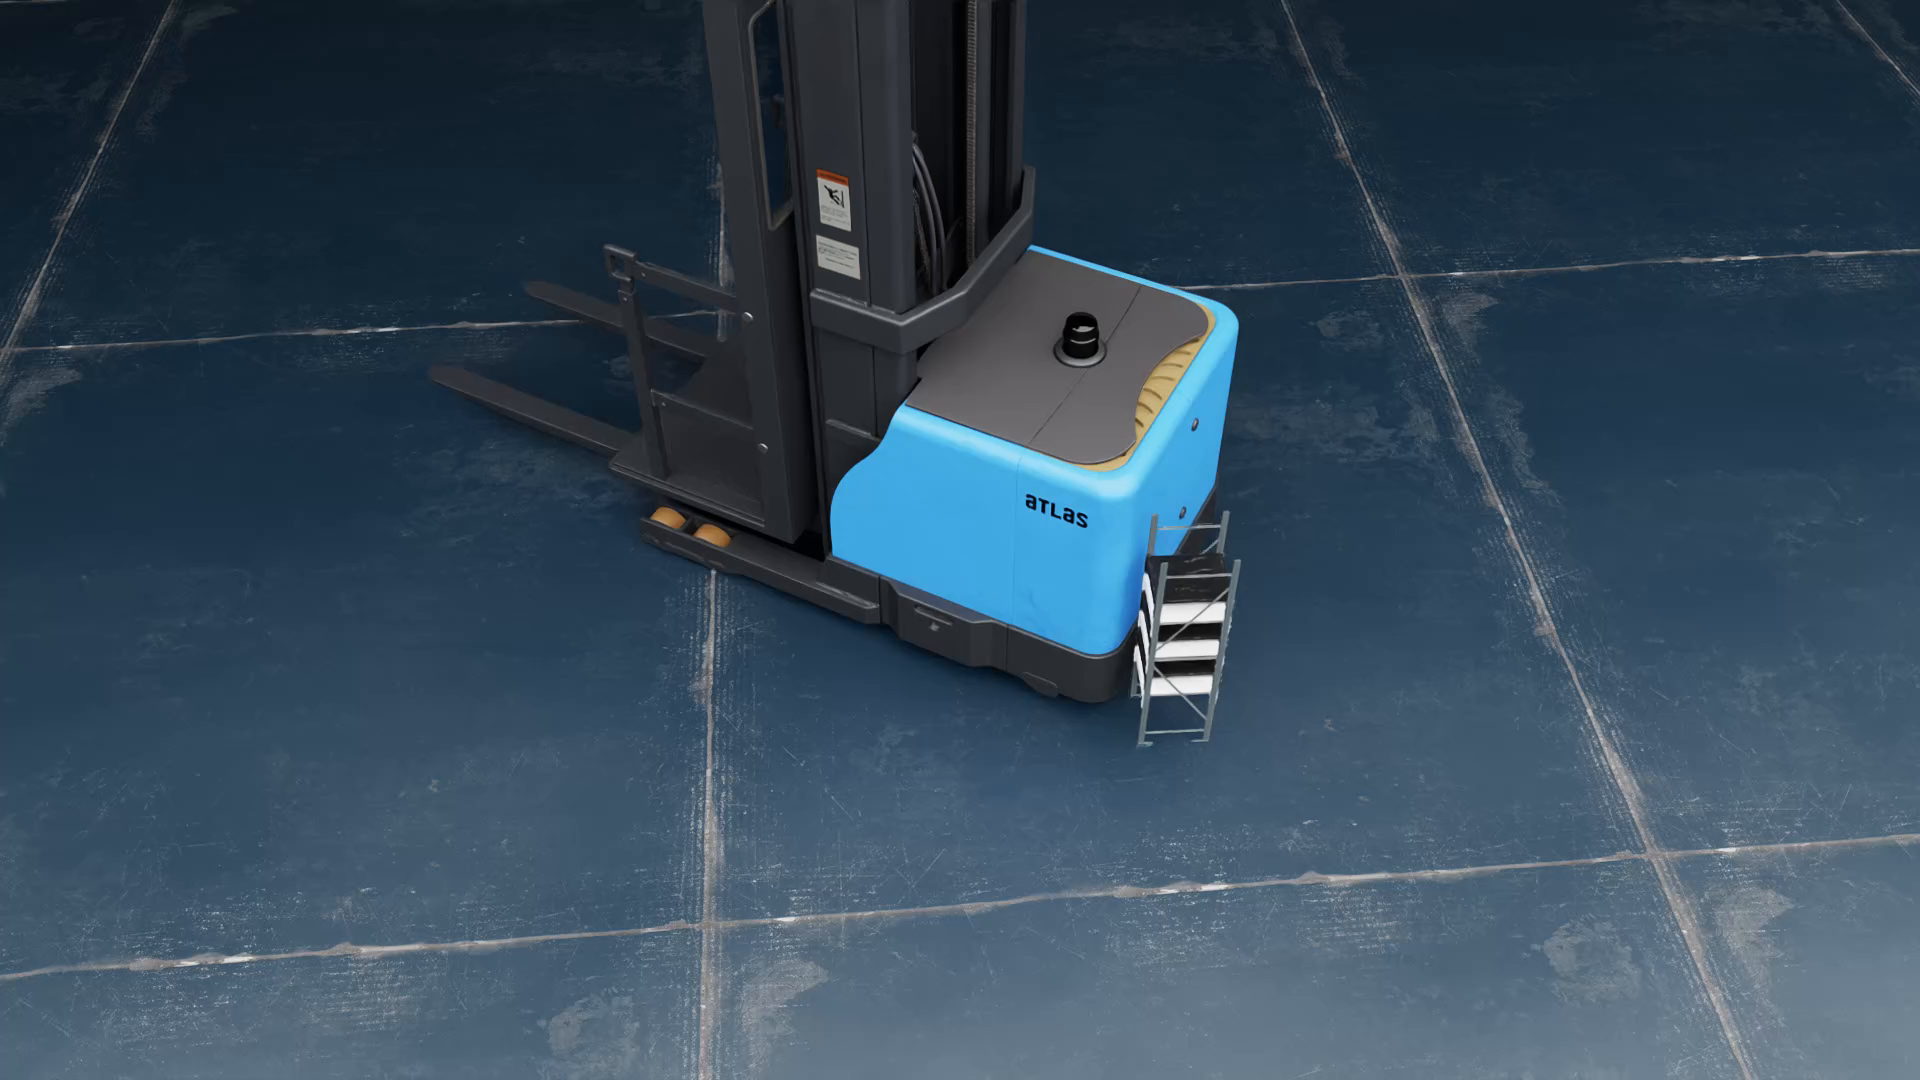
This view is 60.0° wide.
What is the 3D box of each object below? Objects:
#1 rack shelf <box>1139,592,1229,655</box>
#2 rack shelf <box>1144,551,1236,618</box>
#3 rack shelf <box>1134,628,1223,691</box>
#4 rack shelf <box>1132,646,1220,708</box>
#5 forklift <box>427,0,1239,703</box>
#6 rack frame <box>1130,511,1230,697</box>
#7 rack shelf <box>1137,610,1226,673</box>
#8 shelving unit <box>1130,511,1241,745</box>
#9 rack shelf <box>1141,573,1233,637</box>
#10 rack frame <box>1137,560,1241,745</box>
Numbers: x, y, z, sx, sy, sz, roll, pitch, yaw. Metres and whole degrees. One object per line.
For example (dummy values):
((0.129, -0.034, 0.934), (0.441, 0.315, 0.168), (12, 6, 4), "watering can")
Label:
((0.712, 0.261, 5.304), (0.258, 0.077, 0.200), (-2, 47, -2), "rack shelf")
((0.712, 0.138, 5.173), (0.258, 0.077, 0.200), (-2, 47, -2), "rack shelf")
((0.712, 0.385, 5.435), (0.258, 0.077, 0.200), (-2, 47, -2), "rack shelf")
((0.712, 0.446, 5.501), (0.258, 0.077, 0.200), (-2, 47, -2), "rack shelf")
((-0.610, -1.221, 5.388), (3.031, 2.935, 1.130), (21, 50, 18), "forklift")
((0.706, 0.226, 5.415), (0.240, 0.900, 0.006), (-2, 47, -2), "rack frame")
((0.712, 0.323, 5.370), (0.258, 0.077, 0.200), (-2, 47, -2), "rack shelf")
((0.712, 0.300, 5.346), (0.258, 0.900, 0.210), (-2, 47, -2), "shelving unit")
((0.712, 0.199, 5.239), (0.258, 0.077, 0.200), (-2, 47, -2), "rack shelf")
((0.718, 0.374, 5.276), (0.240, 0.900, 0.006), (-2, 47, -2), "rack frame")
